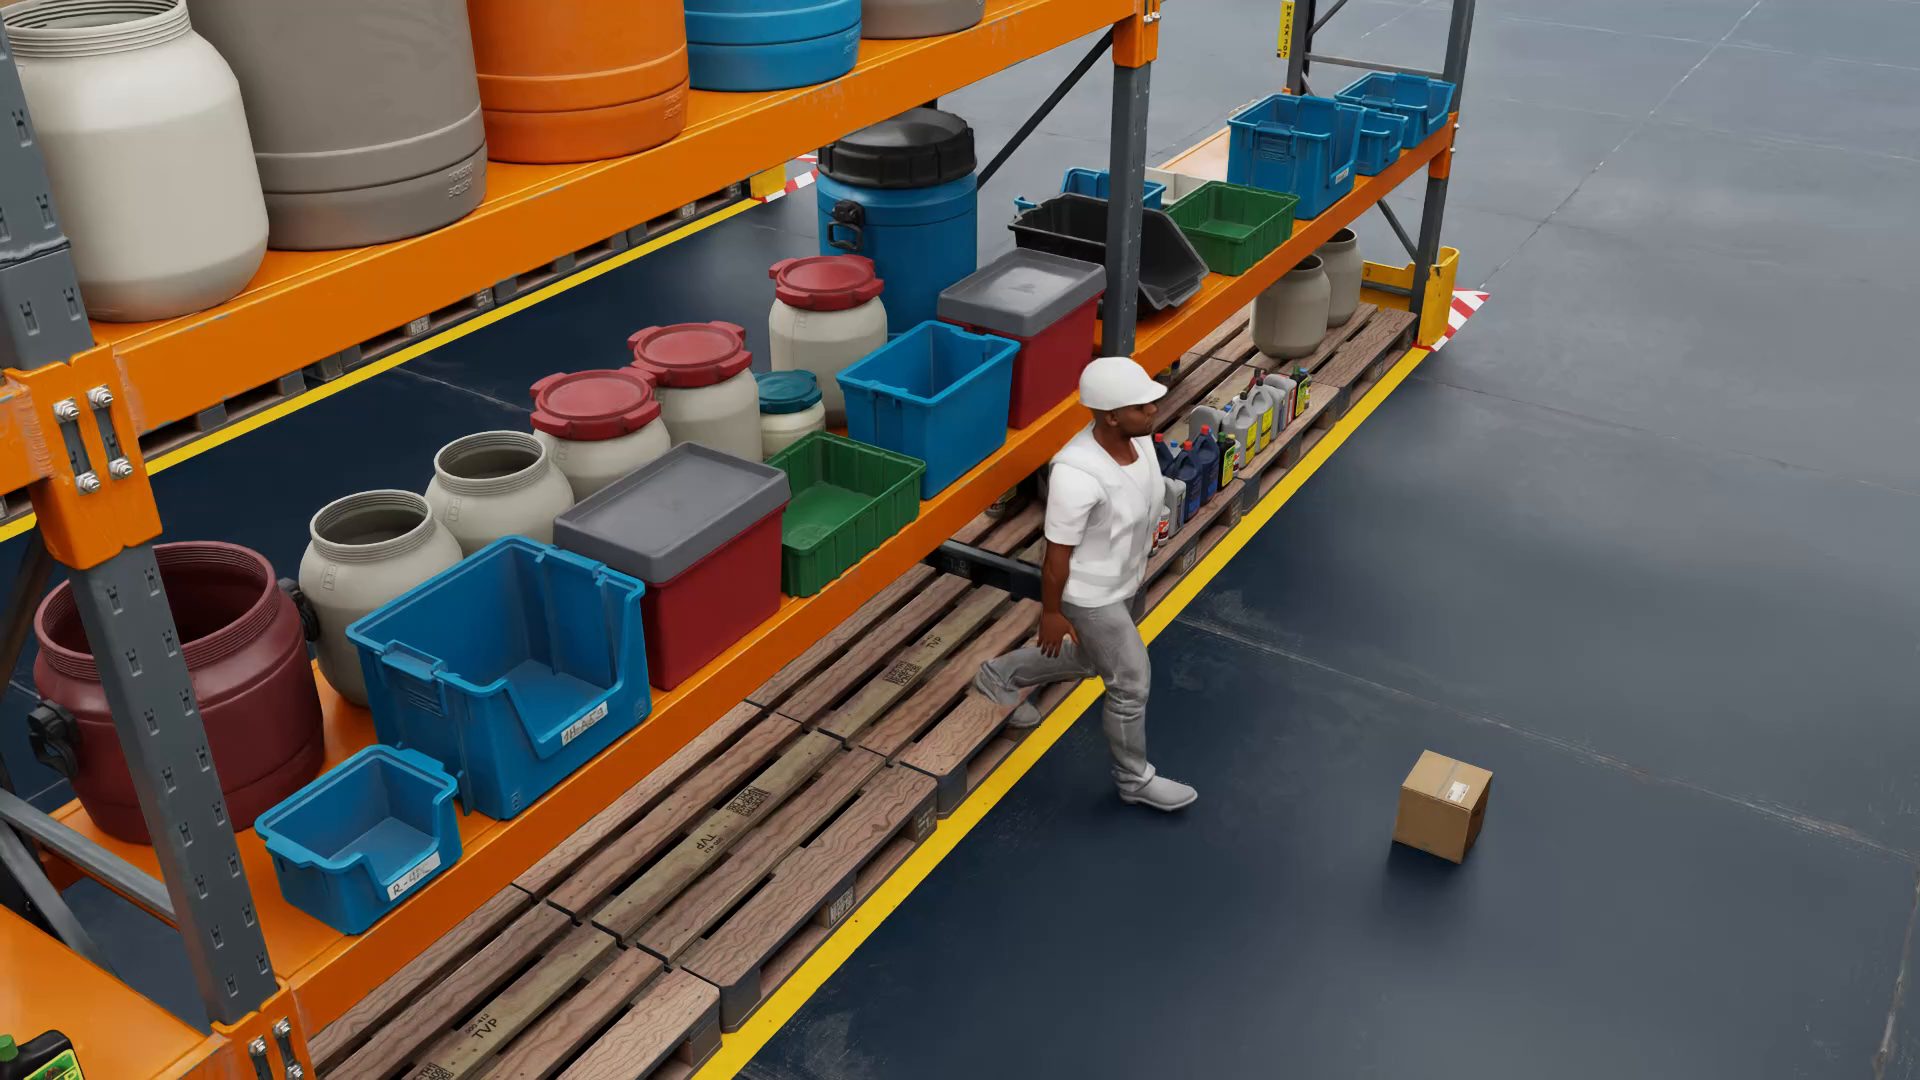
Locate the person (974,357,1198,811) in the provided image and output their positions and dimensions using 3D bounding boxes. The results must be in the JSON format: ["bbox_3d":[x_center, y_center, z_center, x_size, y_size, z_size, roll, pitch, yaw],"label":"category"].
[{"bbox_3d":[0.464,0.128,5.906,0.957,1.742,0.583,13,33,21],"label":"person"}]
